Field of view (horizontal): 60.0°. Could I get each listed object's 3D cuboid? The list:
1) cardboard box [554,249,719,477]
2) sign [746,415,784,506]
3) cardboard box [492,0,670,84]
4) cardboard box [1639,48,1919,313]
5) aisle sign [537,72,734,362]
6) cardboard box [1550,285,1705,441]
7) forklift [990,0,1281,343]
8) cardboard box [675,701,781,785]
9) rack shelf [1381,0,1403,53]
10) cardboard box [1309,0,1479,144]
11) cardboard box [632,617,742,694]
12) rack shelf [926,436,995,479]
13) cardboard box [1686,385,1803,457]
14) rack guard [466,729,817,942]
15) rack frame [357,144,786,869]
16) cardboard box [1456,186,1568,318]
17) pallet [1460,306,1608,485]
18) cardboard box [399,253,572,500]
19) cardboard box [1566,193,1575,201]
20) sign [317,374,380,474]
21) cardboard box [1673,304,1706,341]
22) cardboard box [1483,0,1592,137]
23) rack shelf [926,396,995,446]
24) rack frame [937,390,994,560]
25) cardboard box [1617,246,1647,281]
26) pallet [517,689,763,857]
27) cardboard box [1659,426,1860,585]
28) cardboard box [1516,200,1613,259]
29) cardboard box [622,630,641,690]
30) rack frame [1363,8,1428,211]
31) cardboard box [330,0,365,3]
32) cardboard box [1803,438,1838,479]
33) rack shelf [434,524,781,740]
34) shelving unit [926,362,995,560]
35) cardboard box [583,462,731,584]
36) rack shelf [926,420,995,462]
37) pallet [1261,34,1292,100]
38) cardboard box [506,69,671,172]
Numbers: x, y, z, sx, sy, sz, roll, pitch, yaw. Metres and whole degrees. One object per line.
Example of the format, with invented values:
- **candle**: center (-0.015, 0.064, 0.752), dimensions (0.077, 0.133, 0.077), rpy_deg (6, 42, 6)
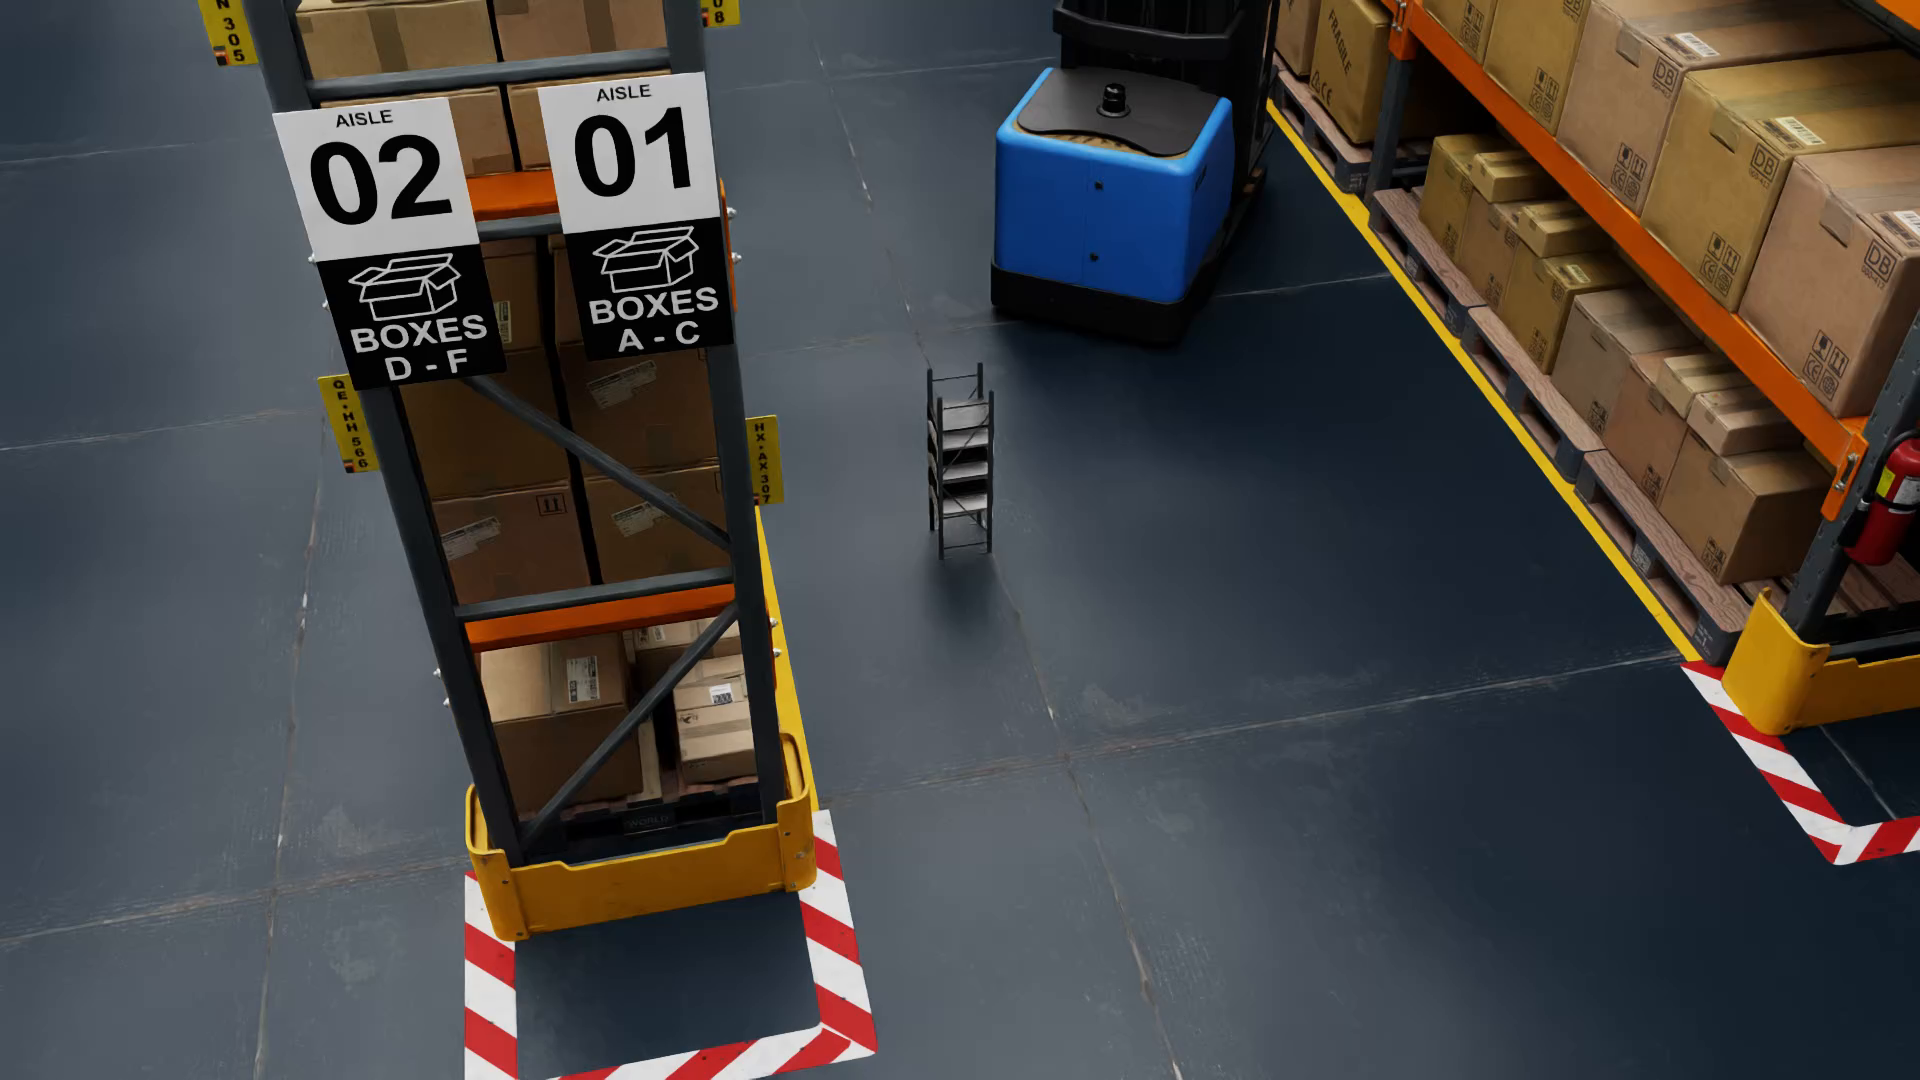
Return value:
- **cardboard box**: center (-0.944, -0.566, 5.081), dimensions (0.500, 0.500, 0.500), rpy_deg (-7, 42, -8)
- **sign**: center (-0.576, -0.230, 4.880), dimensions (0.100, 0.325, 0.005), rpy_deg (-8, 42, -9)
- **cardboard box**: center (-0.963, -1.452, 4.385), dimensions (0.500, 0.250, 0.500), rpy_deg (-8, 42, -9)
- **cardboard box**: center (3.442, -1.452, 6.682), dimensions (0.980, 0.700, 0.700), rpy_deg (-9, 42, -10)
- **aisle sign**: center (-0.805, -0.799, 4.214), dimensions (0.394, 0.787, 0.004), rpy_deg (-8, 42, -9)
- **cardboard box**: center (3.264, -0.853, 7.800), dimensions (0.700, 0.500, 0.500), rpy_deg (-10, 42, -11)
- **forklift**: center (1.167, -3.099, 8.815), dimensions (1.130, 2.935, 3.031), rpy_deg (14, 44, 16)
- **cardboard box**: center (-0.861, 0.752, 6.241), dimensions (0.380, 0.149, 0.250), rpy_deg (-8, 42, -9)
- **rack shelf**: center (2.435, -4.161, 10.502), dimensions (1.077, 0.370, 4.000), rpy_deg (-8, 42, -9)
- **cardboard box**: center (2.599, -2.890, 9.831), dimensions (0.750, 0.750, 0.750), rpy_deg (-8, 42, -9)
- **cardboard box**: center (-1.054, 0.318, 6.654), dimensions (0.500, 0.250, 0.500), rpy_deg (-8, 42, -9)
- **rack shelf**: center (0.002, -0.374, 7.189), dimensions (0.258, 0.077, 0.200), rpy_deg (-8, 42, -9)
- **cardboard box**: center (3.276, -0.502, 6.916), dimensions (0.380, 0.149, 0.250), rpy_deg (-9, 42, -10)
- **rack guard**: center (-1.123, 1.057, 5.965), dimensions (1.175, 0.500, 0.348), rpy_deg (-8, 42, -9)
- **rack frame**: center (-1.106, 0.171, 5.079), dimensions (1.000, 3.000, 0.127), rpy_deg (-8, 42, -9)
- **cardboard box**: center (3.033, -1.531, 8.563), dimensions (0.700, 0.500, 0.500), rpy_deg (-9, 42, -10)
- **pallet**: center (3.221, -0.795, 8.268), dimensions (1.003, 0.211, 1.213), rpy_deg (-8, 42, -9)
- **cardboard box**: center (-1.471, -0.489, 4.995), dimensions (0.500, 0.500, 0.500), rpy_deg (-9, 42, -10)
- **cardboard box**: center (3.264, -1.710, 8.276), dimensions (0.380, 0.149, 0.250), rpy_deg (-10, 42, -11)
- **sign**: center (-1.652, -0.314, 4.515), dimensions (0.100, 0.325, 0.005), rpy_deg (-8, 42, -9)
- **cardboard box**: center (3.484, -1.048, 7.531), dimensions (0.380, 0.149, 0.250), rpy_deg (-8, 42, -9)
- **cardboard box**: center (3.120, -2.418, 7.770), dimensions (0.980, 0.700, 0.700), rpy_deg (-9, 42, -10)
- **rack shelf**: center (0.002, -0.508, 7.070), dimensions (0.258, 0.077, 0.200), rpy_deg (-8, 42, -9)
- **rack frame**: center (0.024, -0.265, 7.153), dimensions (0.240, 0.900, 0.006), rpy_deg (-8, 42, -9)
- **cardboard box**: center (3.374, -1.379, 7.903), dimensions (0.380, 0.149, 0.250), rpy_deg (-9, 42, -10)
- **pallet**: center (-1.296, 0.648, 6.643), dimensions (1.003, 0.211, 1.213), rpy_deg (-8, 42, -9)
- **cardboard box**: center (3.481, -0.203, 7.067), dimensions (0.700, 0.500, 0.500), rpy_deg (-8, 42, -9)
- **cardboard box**: center (2.936, -1.513, 8.054), dimensions (0.380, 0.149, 0.250), rpy_deg (-9, 42, -11)
- **cardboard box**: center (-1.464, 0.474, 6.541), dimensions (0.380, 0.166, 0.250), rpy_deg (-8, 42, -9)
- **rack frame**: center (2.867, -3.134, 8.803), dimensions (1.000, 3.000, 0.127), rpy_deg (-8, 42, -9)
- **cardboard box**: center (-1.233, -1.693, 4.091), dimensions (0.700, 0.500, 0.500), rpy_deg (-8, 42, -9)
- **cardboard box**: center (3.703, -0.393, 6.793), dimensions (0.380, 0.149, 0.250), rpy_deg (-8, 42, -9)
- **rack shelf**: center (-1.538, -0.856, 6.779), dimensions (1.077, 0.370, 4.000), rpy_deg (-8, 42, -9)
- **shelving unit**: center (0.002, -0.331, 7.227), dimensions (0.258, 0.900, 0.210), rpy_deg (-8, 42, -9)
- **cardboard box**: center (-0.944, -0.192, 5.413), dimensions (0.500, 0.500, 0.500), rpy_deg (-8, 42, -8)
- **rack shelf**: center (0.002, -0.441, 7.130), dimensions (0.258, 0.077, 0.200), rpy_deg (-8, 42, -9)
- **pallet**: center (2.360, -3.373, 11.172), dimensions (1.003, 0.211, 1.213), rpy_deg (-8, 42, -9)
- **cardboard box**: center (-0.969, -1.264, 4.550), dimensions (0.500, 0.250, 0.500), rpy_deg (-8, 42, -9)
